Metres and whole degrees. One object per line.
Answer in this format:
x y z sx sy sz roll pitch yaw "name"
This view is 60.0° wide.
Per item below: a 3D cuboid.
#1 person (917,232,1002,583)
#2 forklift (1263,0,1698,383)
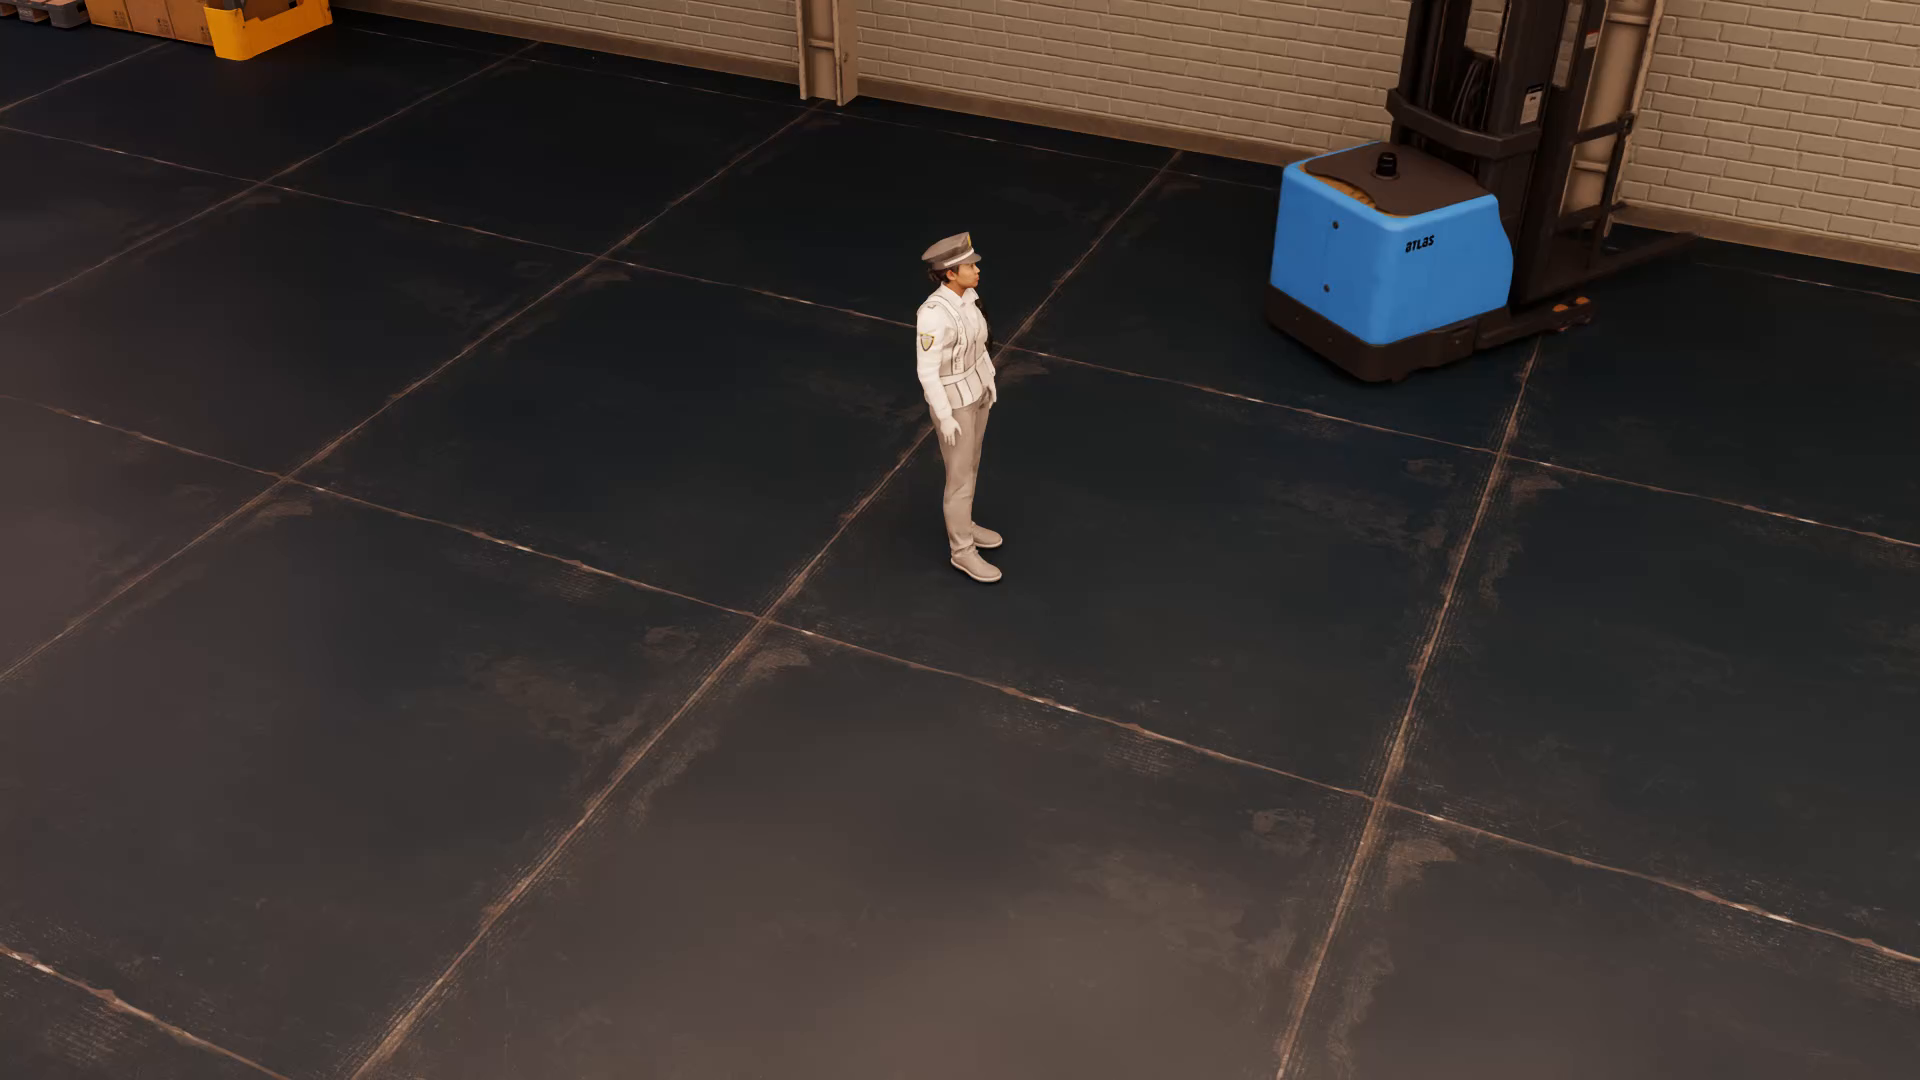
0.060 -0.675 8.086 0.530 1.694 0.586 15 38 20 "person"
3.437 -2.749 9.941 3.031 2.935 1.130 -19 40 -24 "forklift"
